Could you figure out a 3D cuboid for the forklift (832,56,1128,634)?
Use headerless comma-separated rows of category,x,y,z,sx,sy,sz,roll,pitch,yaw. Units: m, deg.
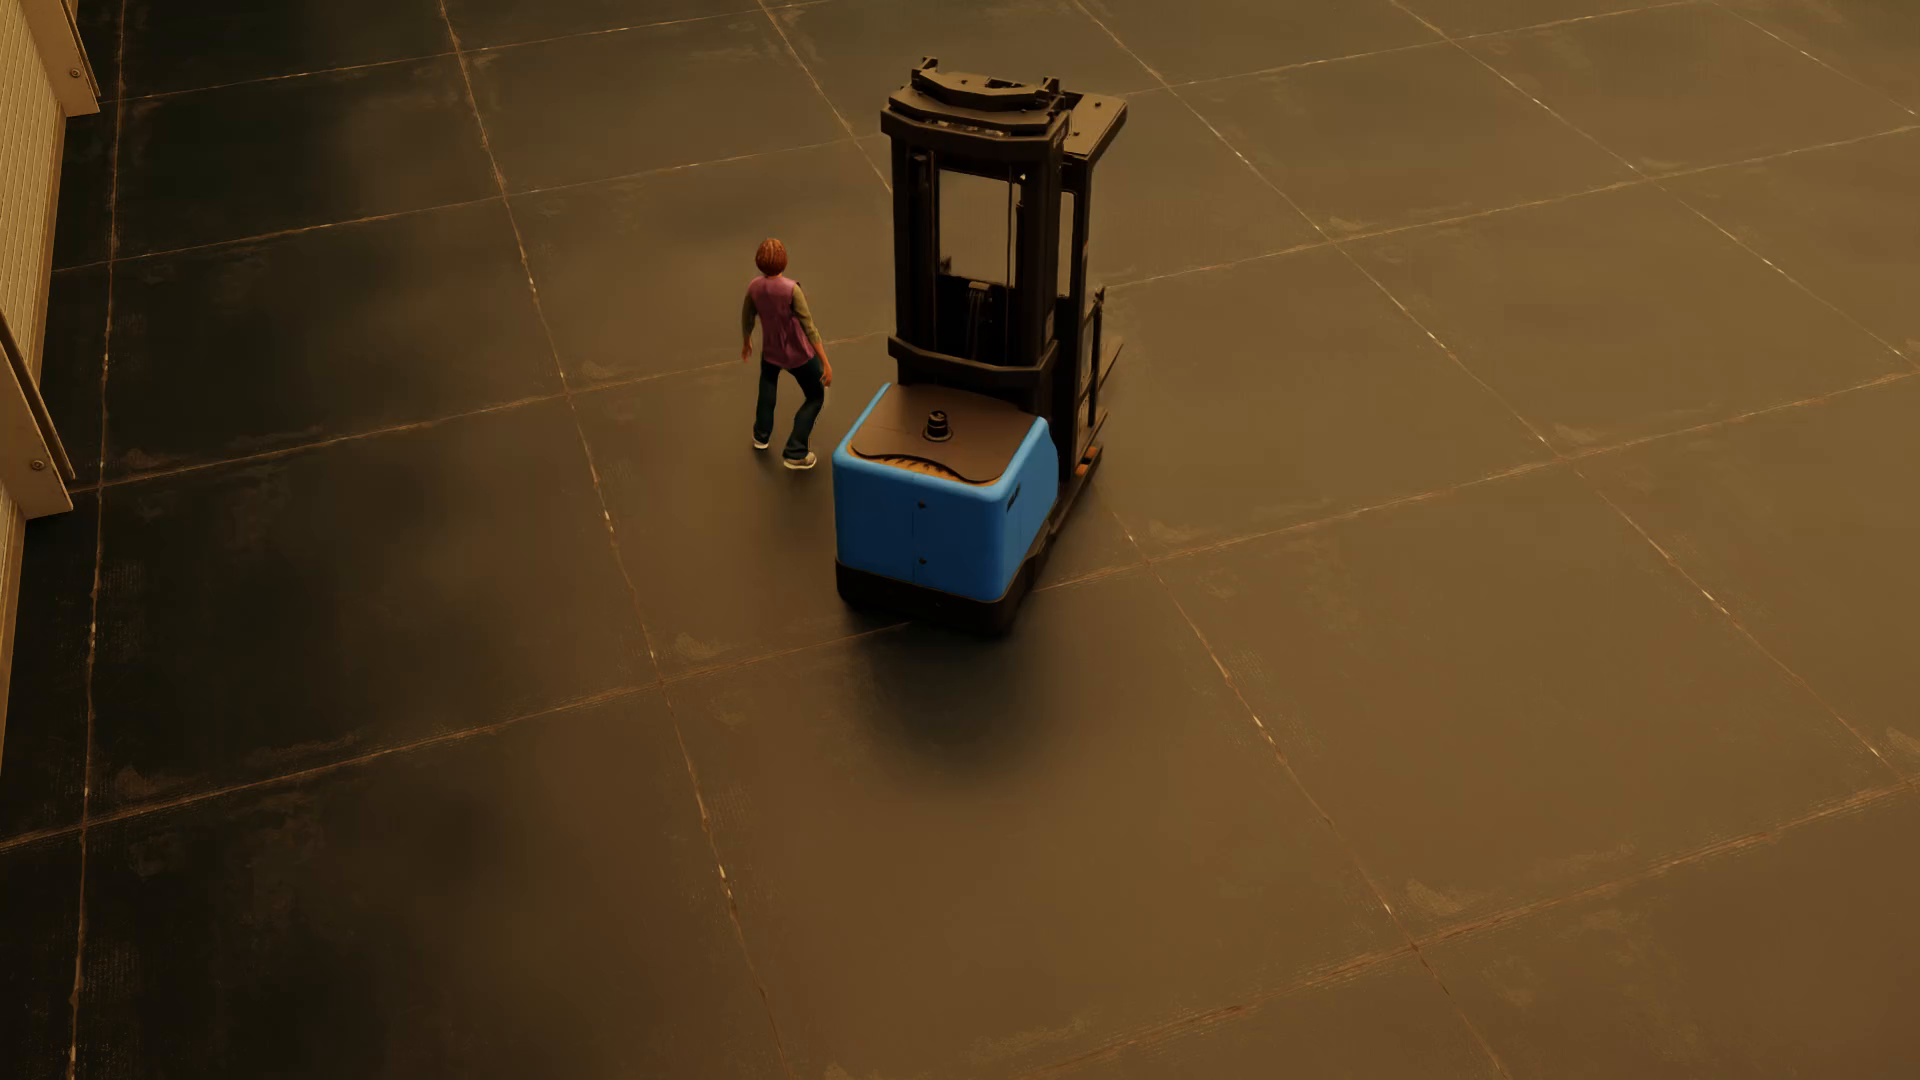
forklift,0.282,-1.539,9.829,1.130,2.935,3.031,14,42,16

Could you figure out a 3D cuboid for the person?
person,-1.108,-1.143,10.459,0.744,1.530,0.441,20,44,23
